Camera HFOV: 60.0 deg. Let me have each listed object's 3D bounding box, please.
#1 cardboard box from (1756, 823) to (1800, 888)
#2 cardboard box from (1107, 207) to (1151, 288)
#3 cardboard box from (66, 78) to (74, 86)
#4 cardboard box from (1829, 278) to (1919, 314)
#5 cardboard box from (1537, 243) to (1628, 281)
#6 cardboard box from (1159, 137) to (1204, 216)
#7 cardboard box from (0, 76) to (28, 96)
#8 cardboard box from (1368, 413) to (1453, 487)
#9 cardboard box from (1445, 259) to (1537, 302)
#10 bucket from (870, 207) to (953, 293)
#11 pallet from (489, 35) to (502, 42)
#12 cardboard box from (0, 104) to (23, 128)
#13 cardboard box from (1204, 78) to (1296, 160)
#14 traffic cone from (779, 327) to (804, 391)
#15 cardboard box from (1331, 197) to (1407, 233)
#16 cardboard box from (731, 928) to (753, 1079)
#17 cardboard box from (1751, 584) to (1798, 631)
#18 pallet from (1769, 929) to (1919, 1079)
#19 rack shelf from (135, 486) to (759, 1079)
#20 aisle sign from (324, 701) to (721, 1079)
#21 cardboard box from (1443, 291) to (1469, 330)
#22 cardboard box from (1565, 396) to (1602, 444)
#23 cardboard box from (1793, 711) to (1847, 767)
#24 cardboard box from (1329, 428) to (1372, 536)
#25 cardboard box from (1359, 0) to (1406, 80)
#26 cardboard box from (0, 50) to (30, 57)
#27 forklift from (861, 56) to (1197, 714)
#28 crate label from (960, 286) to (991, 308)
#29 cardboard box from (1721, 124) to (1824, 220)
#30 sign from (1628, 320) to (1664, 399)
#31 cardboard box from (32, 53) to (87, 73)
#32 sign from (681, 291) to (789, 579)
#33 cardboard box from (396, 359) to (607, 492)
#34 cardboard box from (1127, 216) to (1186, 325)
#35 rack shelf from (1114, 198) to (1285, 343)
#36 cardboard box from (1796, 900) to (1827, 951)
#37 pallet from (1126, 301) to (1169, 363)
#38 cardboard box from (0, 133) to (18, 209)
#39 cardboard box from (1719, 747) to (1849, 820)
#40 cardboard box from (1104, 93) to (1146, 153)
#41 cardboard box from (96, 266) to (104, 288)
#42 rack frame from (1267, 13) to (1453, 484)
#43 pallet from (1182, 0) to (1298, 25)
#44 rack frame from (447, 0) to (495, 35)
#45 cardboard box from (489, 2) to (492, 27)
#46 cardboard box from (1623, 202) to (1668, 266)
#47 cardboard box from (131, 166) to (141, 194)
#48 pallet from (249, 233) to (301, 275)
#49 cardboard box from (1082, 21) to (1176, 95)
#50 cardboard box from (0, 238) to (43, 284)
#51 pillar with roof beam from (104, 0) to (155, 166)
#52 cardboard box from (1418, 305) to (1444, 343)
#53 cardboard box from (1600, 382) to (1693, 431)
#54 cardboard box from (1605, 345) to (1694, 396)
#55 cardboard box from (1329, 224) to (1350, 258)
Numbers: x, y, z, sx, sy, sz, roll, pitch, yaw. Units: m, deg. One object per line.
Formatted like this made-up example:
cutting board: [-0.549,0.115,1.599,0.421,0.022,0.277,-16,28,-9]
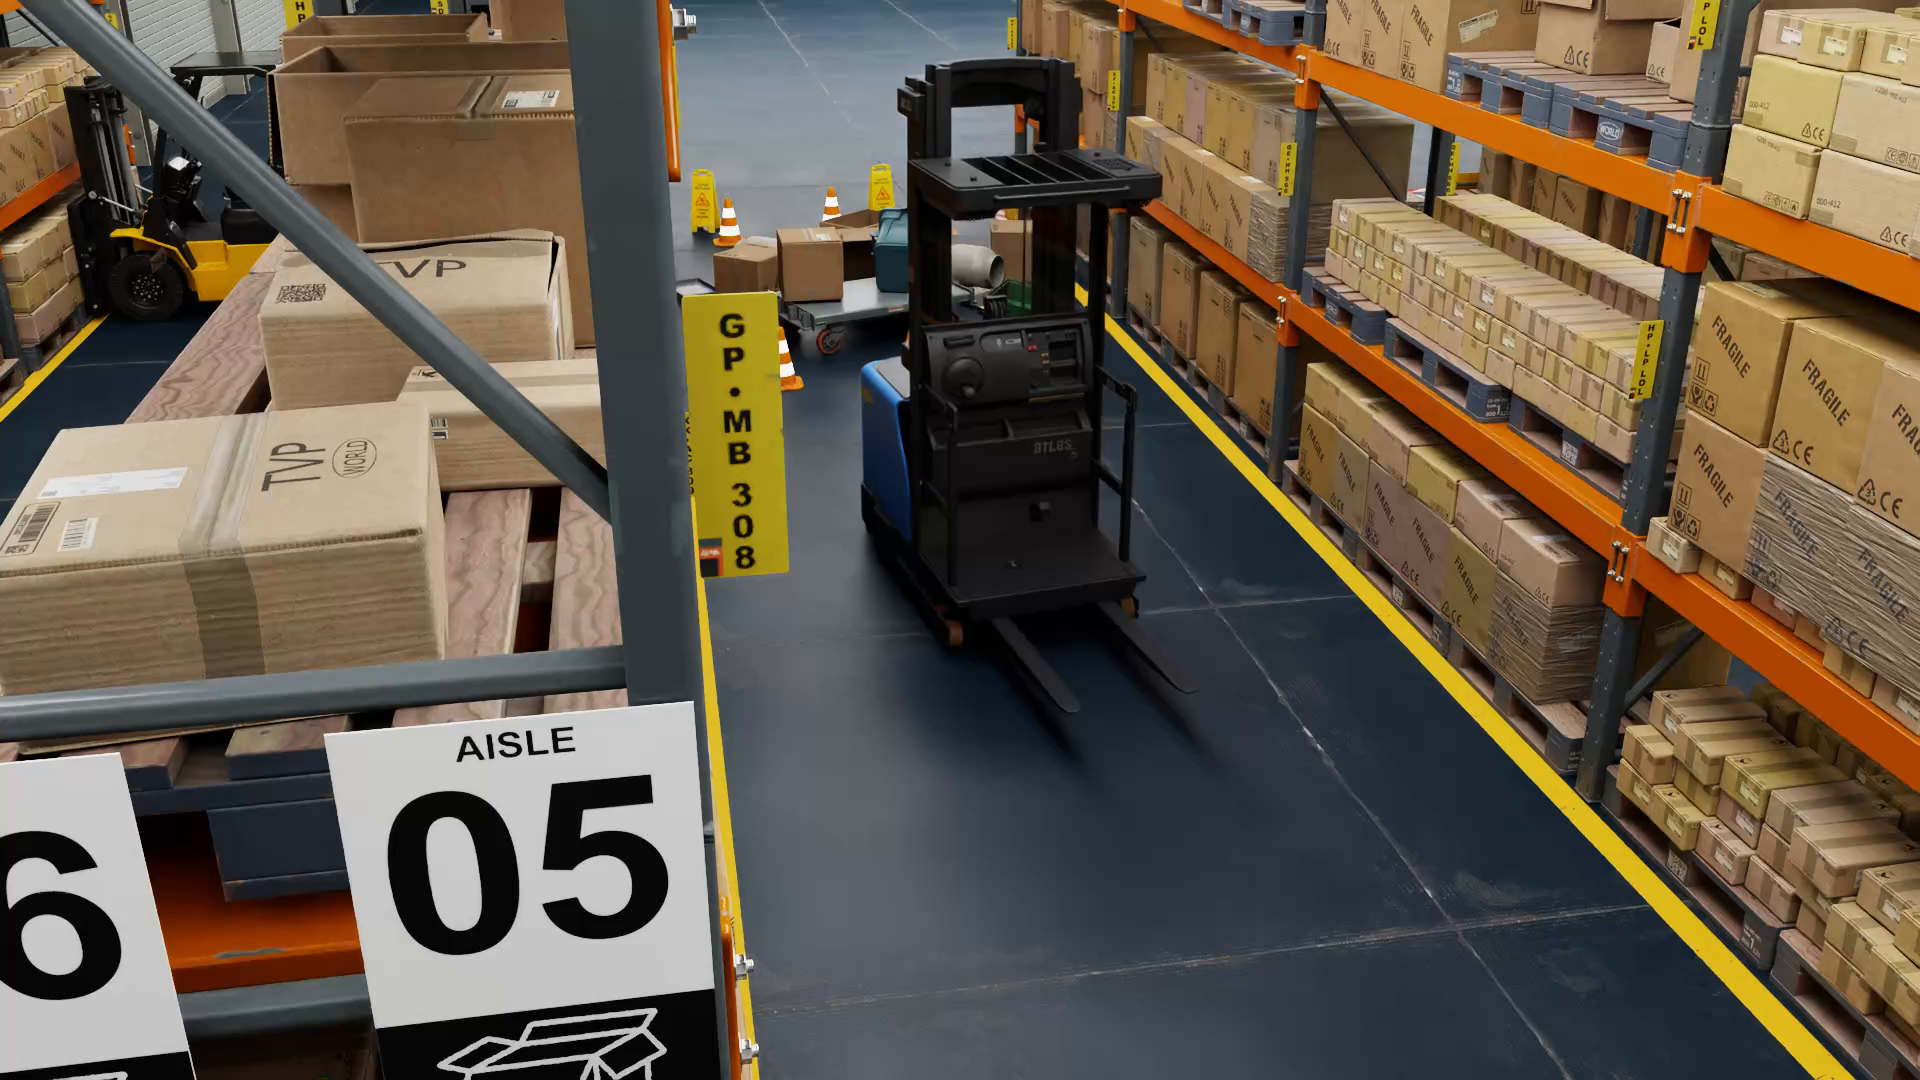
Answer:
cardboard box: [3.332,1.198,6.426,0.380,0.149,0.250,-6,24,-12]
cardboard box: [1.790,-2.857,15.173,0.875,0.875,0.875,-4,24,-9]
cardboard box: [-8.091,-4.007,14.741,0.380,0.149,0.250,-5,24,-11]
cardboard box: [3.670,-0.714,6.392,0.500,0.500,0.500,-5,24,-12]
cardboard box: [3.355,-1.494,8.970,0.380,0.149,0.250,-3,24,-7]
cardboard box: [1.854,-2.809,12.809,0.500,0.500,0.500,-4,24,-10]
cardboard box: [-7.969,-3.738,13.754,0.380,0.149,0.250,-4,24,-10]
cardboard box: [2.640,-0.519,9.351,0.500,0.250,0.500,-4,24,-9]
cardboard box: [2.759,-1.351,8.641,0.380,0.149,0.250,-5,24,-10]
bucket: [-0.453,-2.465,14.337,0.726,0.611,0.620,4,34,9]
pallet: [-2.097,-2.445,8.588,1.213,0.211,1.003,-3,24,-7]
cardboard box: [-7.784,-3.403,13.359,0.380,0.149,0.250,-4,24,-9]
cardboard box: [2.217,-3.095,12.214,0.700,0.500,0.500,-5,24,-10]
traffic cone: [-1.403,-1.433,12.952,0.336,0.463,0.334,-4,24,-10]
cardboard box: [2.473,-1.964,10.046,0.380,0.149,0.250,-4,24,-10]
cardboard box: [-0.598,1.027,2.777,0.500,0.500,0.500,-5,24,-11]
cardboard box: [3.269,0.209,6.337,0.380,0.149,0.250,-5,24,-12]
pallet: [3.705,1.782,5.907,1.003,0.211,1.213,-4,24,-10]
rack shelf: [-1.159,-0.091,3.862,1.077,0.370,4.000,-4,24,-10]
aisle sign: [-0.491,0.556,1.981,0.394,0.787,0.004,-4,24,-10]
cardboard box: [2.763,-1.208,8.687,0.380,0.149,0.250,-3,24,-8]
cardboard box: [3.000,-0.560,7.573,0.380,0.149,0.250,-4,24,-9]
cardboard box: [3.725,0.821,6.917,0.380,0.149,0.250,-4,24,-9]
cardboard box: [2.554,-0.364,9.935,0.500,0.500,0.500,-4,24,-9]
cardboard box: [2.521,-2.792,9.023,0.500,0.500,0.500,-4,24,-10]
cardboard box: [-8.786,-4.406,15.284,0.380,0.149,0.250,-3,24,-8]
forklift: [0.342,-0.940,8.741,1.130,2.935,3.031,-8,25,-17]
crate label: [0.139,-2.218,15.157,0.250,0.136,0.298,18,29,36]
cardboard box: [3.143,-1.343,6.017,0.500,0.250,0.500,-3,24,-7]
sign: [2.772,-0.727,6.720,0.100,0.325,0.005,-4,24,-10]
cardboard box: [-8.201,-4.342,15.138,0.380,0.149,0.250,-4,24,-9]
sign: [-0.243,-0.110,1.814,0.100,0.325,0.005,-4,24,-10]
cardboard box: [-0.765,-0.202,2.882,0.380,0.149,0.250,-3,24,-8]
cardboard box: [2.041,-2.309,14.076,1.050,0.750,0.750,-4,24,-10]
rack shelf: [2.207,-2.269,12.597,1.077,0.370,4.000,-4,24,-10]
cardboard box: [3.395,1.440,6.242,0.380,0.149,0.250,-5,24,-12]
pallet: [2.054,-1.810,14.130,1.003,0.211,1.213,-4,24,-10]
cardboard box: [-7.711,-2.850,12.903,0.500,0.500,0.500,-5,24,-11]
cardboard box: [3.265,0.962,6.594,0.380,0.149,0.250,-5,24,-10]
cardboard box: [1.758,-3.598,14.554,0.875,0.550,0.550,-4,24,-10]
cardboard box: [-7.944,-2.358,14.813,0.500,0.250,0.500,-4,24,-8]
rack frame: [2.577,-1.812,10.651,1.000,3.000,0.127,-4,24,-10]
pallet: [2.196,-3.789,11.666,1.003,0.211,1.213,-3,24,-7]
rack frame: [-2.269,-4.155,8.521,1.000,3.000,0.127,-4,24,-10]
cardboard box: [-2.579,-3.426,10.469,0.797,0.503,0.637,-4,24,-10]
cardboard box: [6.696,-2.920,15.787,0.500,0.500,0.500,-5,24,-11]
cardboard box: [-8.234,-3.416,15.986,0.500,0.250,0.500,-4,24,-8]
pallet: [-1.388,-0.844,4.798,1.003,0.211,1.213,-4,24,-10]
cardboard box: [1.587,-4.304,14.821,0.875,0.550,0.550,-4,24,-10]
cardboard box: [-7.667,-2.215,13.235,0.500,0.250,0.500,-5,24,-11]
pillar with roof beam: [-6.261,-9.271,20.235,9.100,9.000,0.400,-4,24,-10]
cardboard box: [2.709,-1.177,8.987,0.380,0.149,0.250,-4,24,-9]
cardboard box: [3.049,-0.594,7.281,0.380,0.149,0.250,-4,24,-8]
cardboard box: [3.051,-0.732,7.225,0.380,0.149,0.250,-3,24,-7]
cardboard box: [2.469,-1.821,10.089,0.380,0.149,0.250,-3,24,-7]
